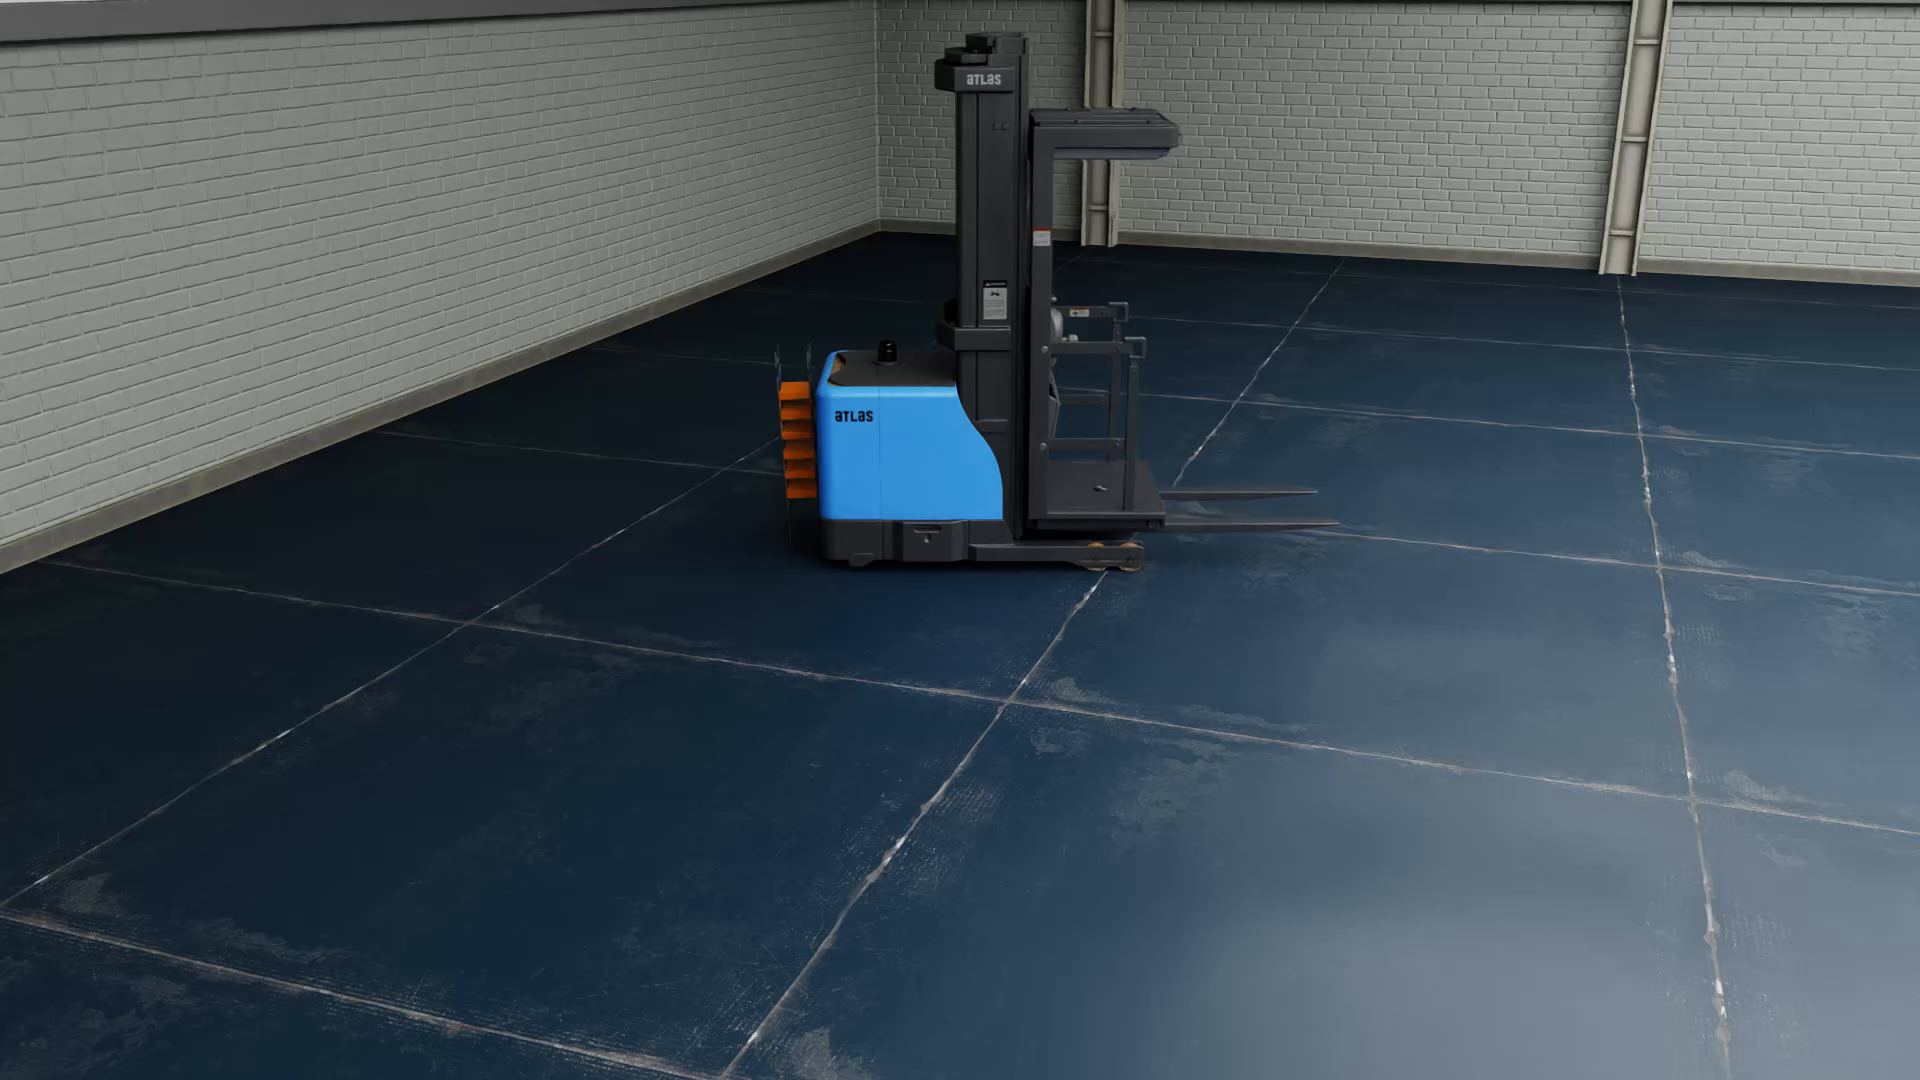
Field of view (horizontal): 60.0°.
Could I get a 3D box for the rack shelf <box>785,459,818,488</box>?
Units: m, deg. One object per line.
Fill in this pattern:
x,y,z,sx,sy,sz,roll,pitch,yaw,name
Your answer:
-0.941,-0.402,9.896,0.180,0.103,0.258,-3,19,-1,rack shelf

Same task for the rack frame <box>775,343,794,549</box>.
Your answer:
-1.040,-0.553,9.840,0.006,1.200,0.240,-3,19,-1,rack frame

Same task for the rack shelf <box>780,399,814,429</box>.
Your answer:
-0.956,-0.742,9.778,0.180,0.103,0.258,-3,19,-1,rack shelf

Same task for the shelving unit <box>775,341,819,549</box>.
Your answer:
-0.948,-0.558,9.842,0.189,1.200,0.258,-3,19,-1,shelving unit

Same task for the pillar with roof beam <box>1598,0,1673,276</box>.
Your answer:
5.977,-5.919,13.386,0.400,9.000,9.100,7,20,18,pillar with roof beam

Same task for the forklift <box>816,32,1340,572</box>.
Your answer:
0.693,-1.376,9.570,3.031,2.935,1.130,0,19,0,forklift

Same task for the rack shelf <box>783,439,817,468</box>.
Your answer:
-0.946,-0.516,9.857,0.180,0.103,0.258,-3,19,-1,rack shelf

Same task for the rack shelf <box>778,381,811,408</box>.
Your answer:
-0.961,-0.855,9.738,0.180,0.103,0.258,-3,19,-1,rack shelf

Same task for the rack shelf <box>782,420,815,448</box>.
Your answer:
-0.951,-0.629,9.817,0.180,0.103,0.258,-3,19,-1,rack shelf

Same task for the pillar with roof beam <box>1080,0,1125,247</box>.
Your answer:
0.309,-6.567,15.245,0.400,9.000,9.100,7,20,18,pillar with roof beam

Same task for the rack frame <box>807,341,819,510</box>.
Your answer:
-0.857,-0.562,9.844,0.006,1.200,0.240,-3,19,-1,rack frame

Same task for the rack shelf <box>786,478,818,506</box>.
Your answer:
-0.936,-0.289,9.936,0.180,0.103,0.258,-3,19,-1,rack shelf
